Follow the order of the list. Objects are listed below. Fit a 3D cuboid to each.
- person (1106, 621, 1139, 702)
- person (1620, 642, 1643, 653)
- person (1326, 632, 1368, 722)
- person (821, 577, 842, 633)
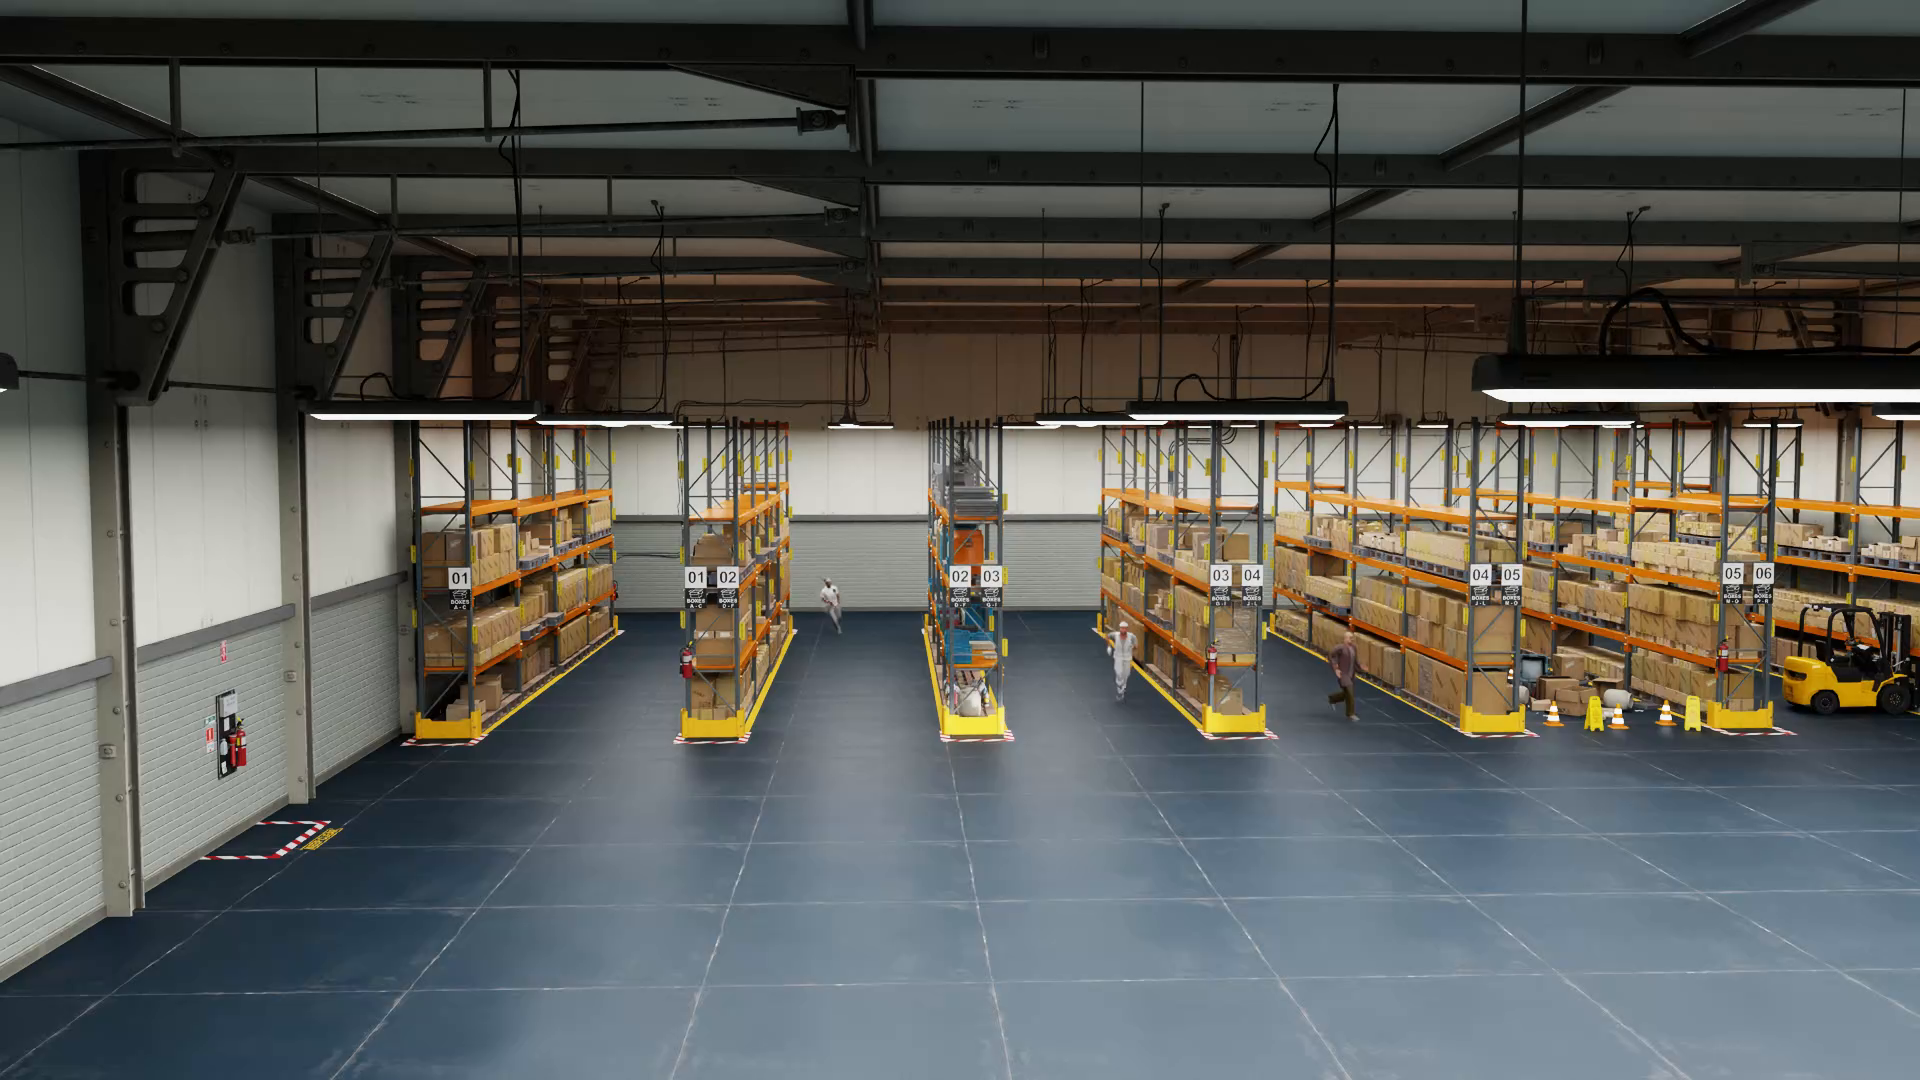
[{"bbox_3d":[3.428,2.551,35.094,0.643,1.721,0.922,0,4,-4],"label":"person"},{"bbox_3d":[17.320,2.108,42.675,0.593,1.719,0.759,-1,4,-15],"label":"person"},{"bbox_3d":[7.614,2.694,33.084,0.693,1.762,0.942,-3,5,-35],"label":"person"},{"bbox_3d":[-3.604,1.848,47.016,0.647,1.613,0.550,-1,4,-17],"label":"person"}]
